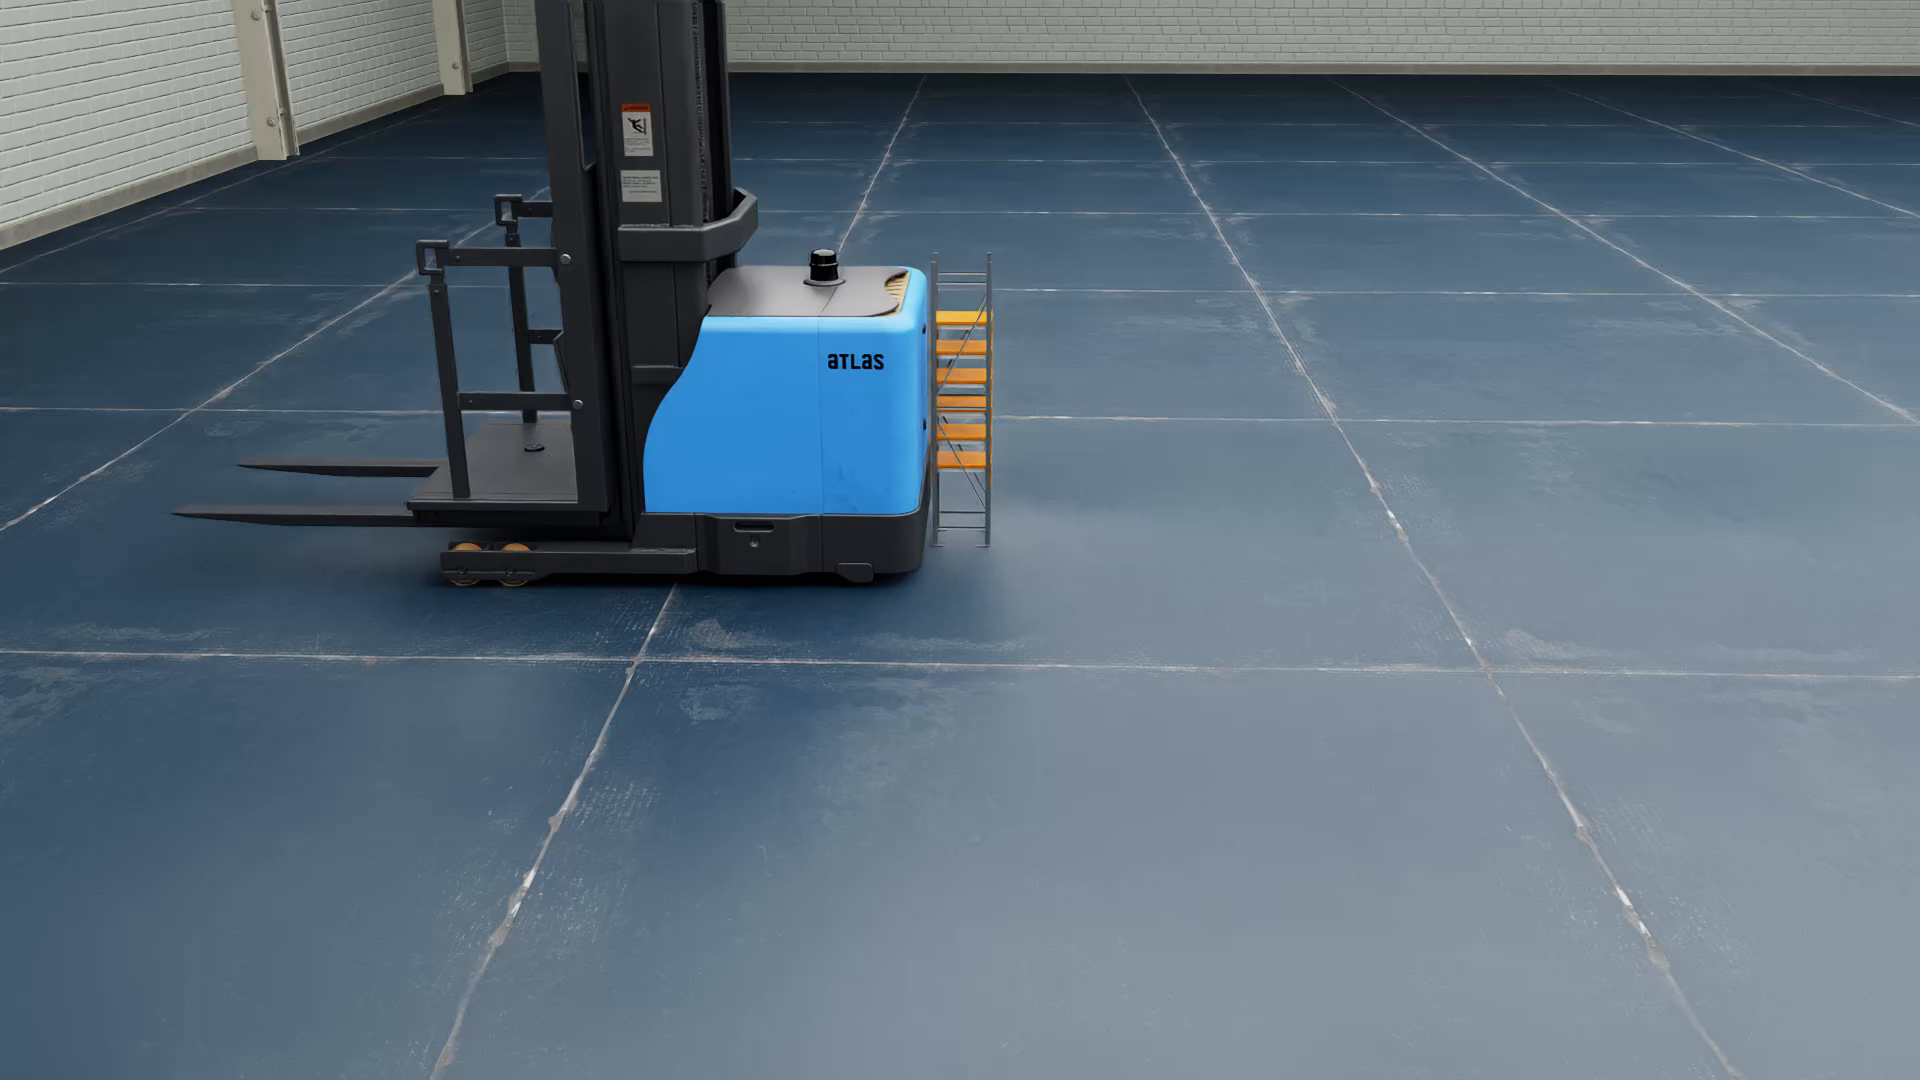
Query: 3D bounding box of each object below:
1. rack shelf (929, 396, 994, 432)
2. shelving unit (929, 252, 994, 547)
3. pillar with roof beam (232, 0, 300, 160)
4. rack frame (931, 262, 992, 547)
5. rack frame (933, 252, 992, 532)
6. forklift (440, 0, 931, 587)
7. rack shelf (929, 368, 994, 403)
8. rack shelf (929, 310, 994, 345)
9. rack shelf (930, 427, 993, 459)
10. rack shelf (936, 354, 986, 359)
[{"bbox_3d":[0.008,-0.523,6.841,0.258,0.103,0.180,1,21,2],"label":"rack shelf"},{"bbox_3d":[0.008,-0.565,6.825,0.258,1.200,0.189,1,21,2],"label":"shelving unit"},{"bbox_3d":[-2.792,-8.128,15.536,9.100,9.000,0.400,1,21,2],"label":"pillar with roof beam"},{"bbox_3d":[0.005,-0.531,6.740,0.240,1.200,0.006,1,21,2],"label":"rack frame"},{"bbox_3d":[0.010,-0.598,6.910,0.240,1.200,0.006,1,21,2],"label":"rack frame"},{"bbox_3d":[-1.656,-1.373,6.516,3.031,2.935,1.130,1,21,2],"label":"forklift"},{"bbox_3d":[0.008,-0.635,6.798,0.258,0.103,0.180,1,21,2],"label":"rack shelf"},{"bbox_3d":[0.008,-0.859,6.711,0.258,0.103,0.180,1,21,2],"label":"rack shelf"},{"bbox_3d":[0.008,-0.411,6.885,0.258,0.103,0.180,1,21,2],"label":"rack shelf"},{"bbox_3d":[0.008,-0.765,6.747,0.199,0.020,0.166,1,21,2],"label":"rack shelf"}]
